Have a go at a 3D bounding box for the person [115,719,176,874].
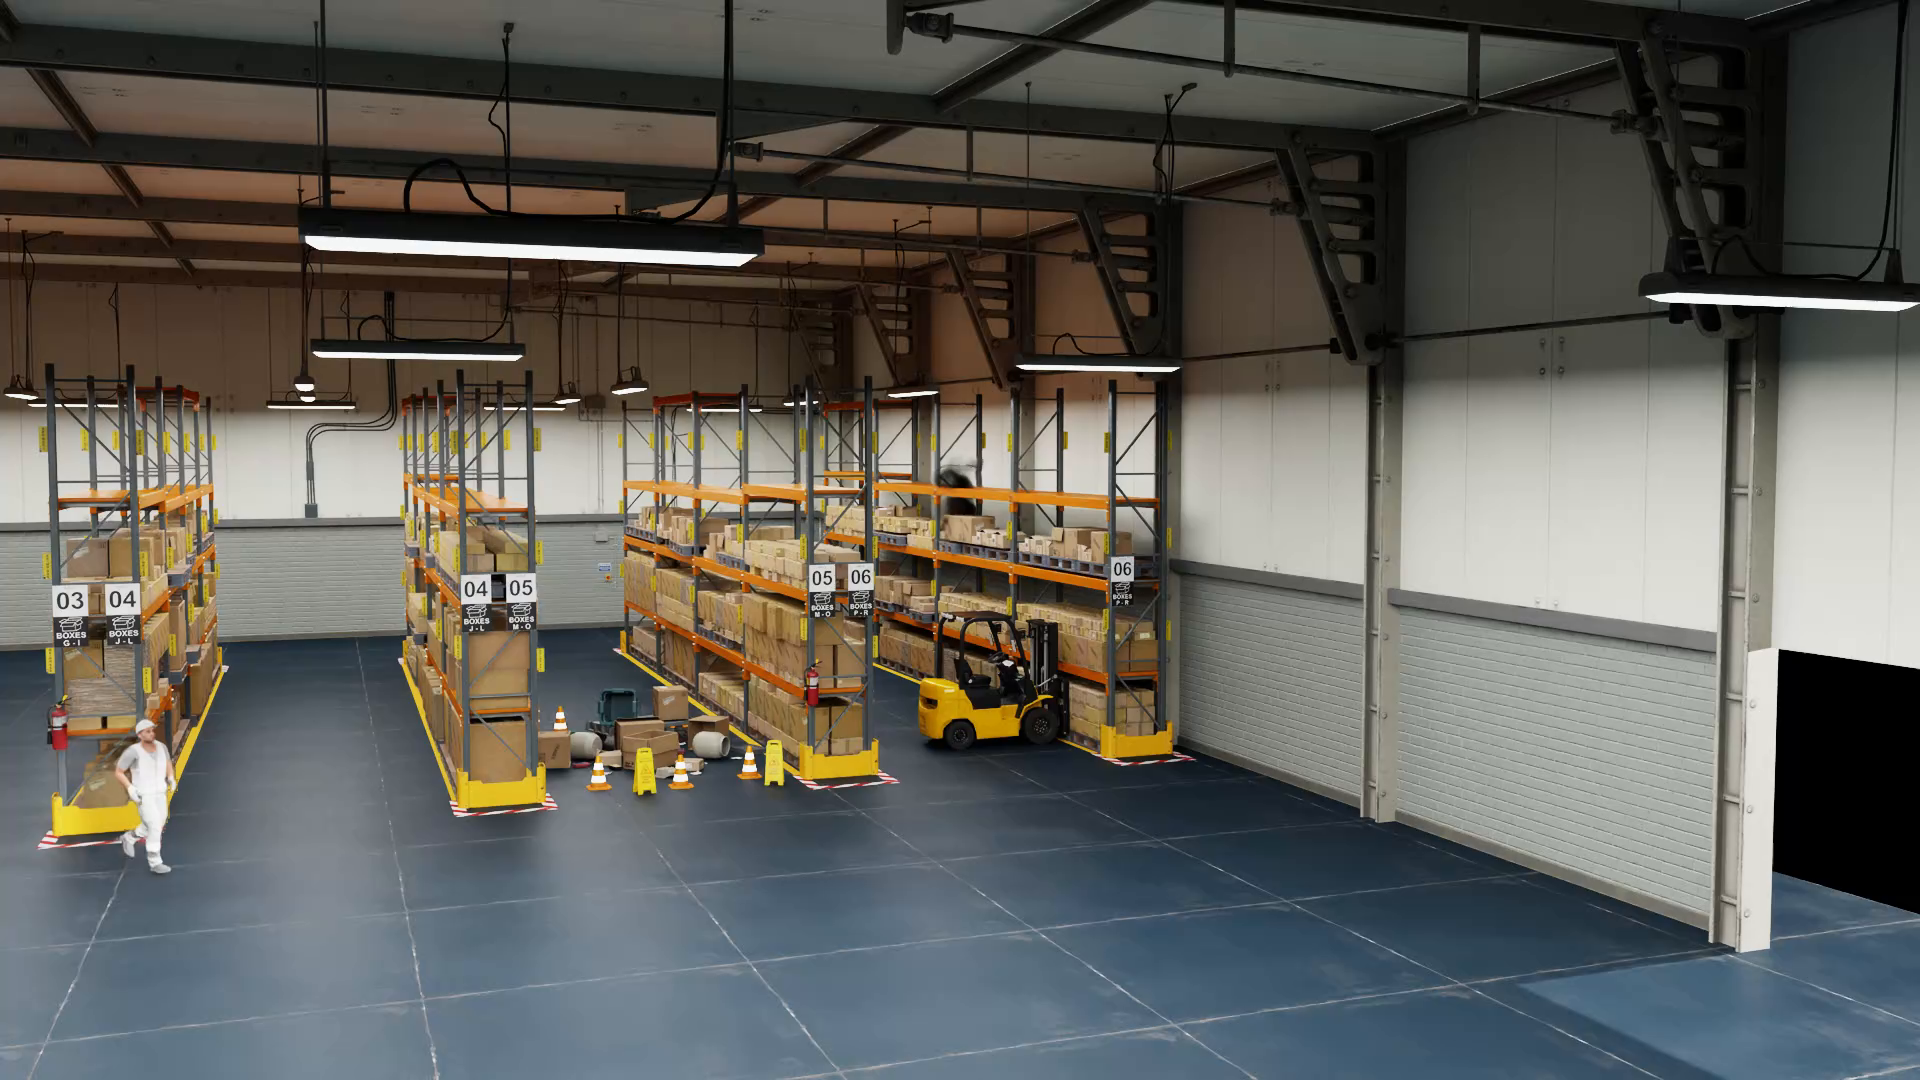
[{"bbox_3d":[-9.516,2.967,19.421,0.839,1.777,0.666,2,4,26],"label":"person"}]
